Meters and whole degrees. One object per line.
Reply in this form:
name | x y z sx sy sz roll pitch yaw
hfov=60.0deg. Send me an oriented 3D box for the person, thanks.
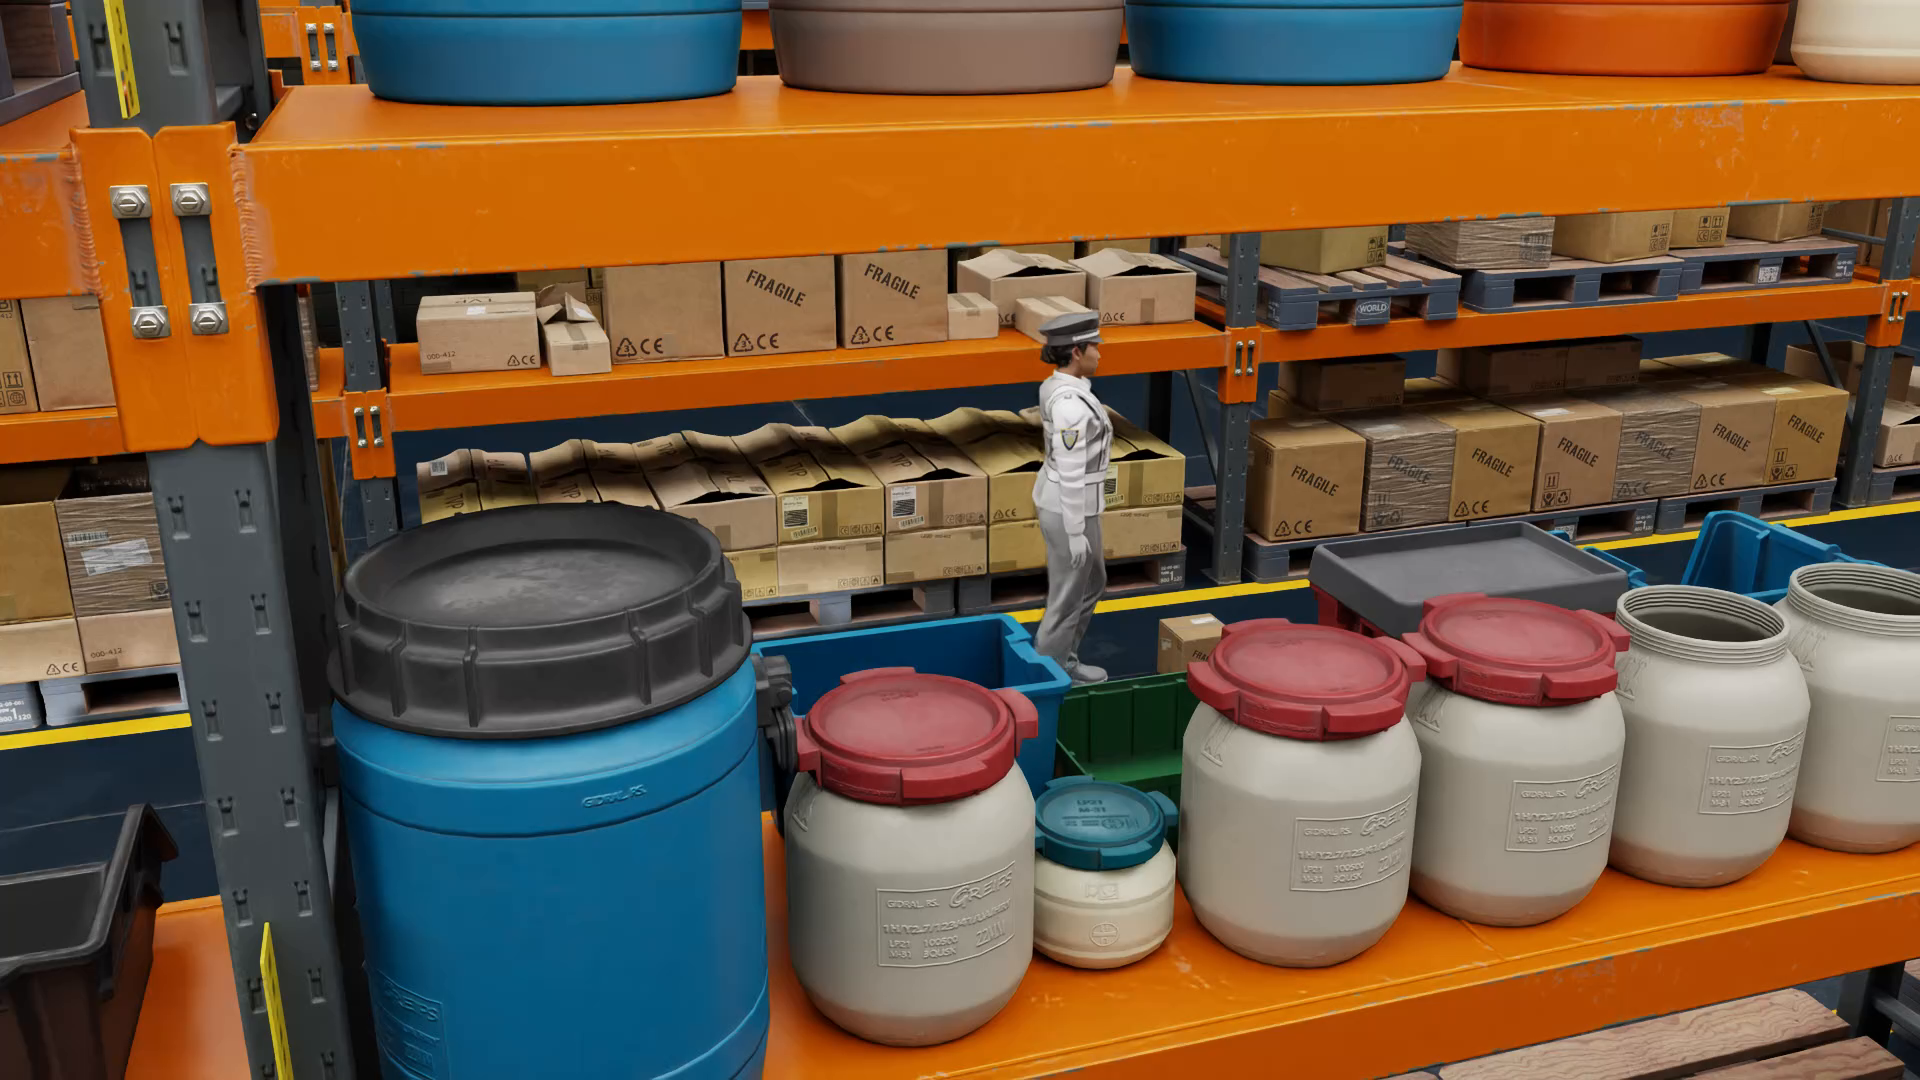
person | 0.475 -0.101 6.794 0.359 1.672 0.500 -1 19 -3
